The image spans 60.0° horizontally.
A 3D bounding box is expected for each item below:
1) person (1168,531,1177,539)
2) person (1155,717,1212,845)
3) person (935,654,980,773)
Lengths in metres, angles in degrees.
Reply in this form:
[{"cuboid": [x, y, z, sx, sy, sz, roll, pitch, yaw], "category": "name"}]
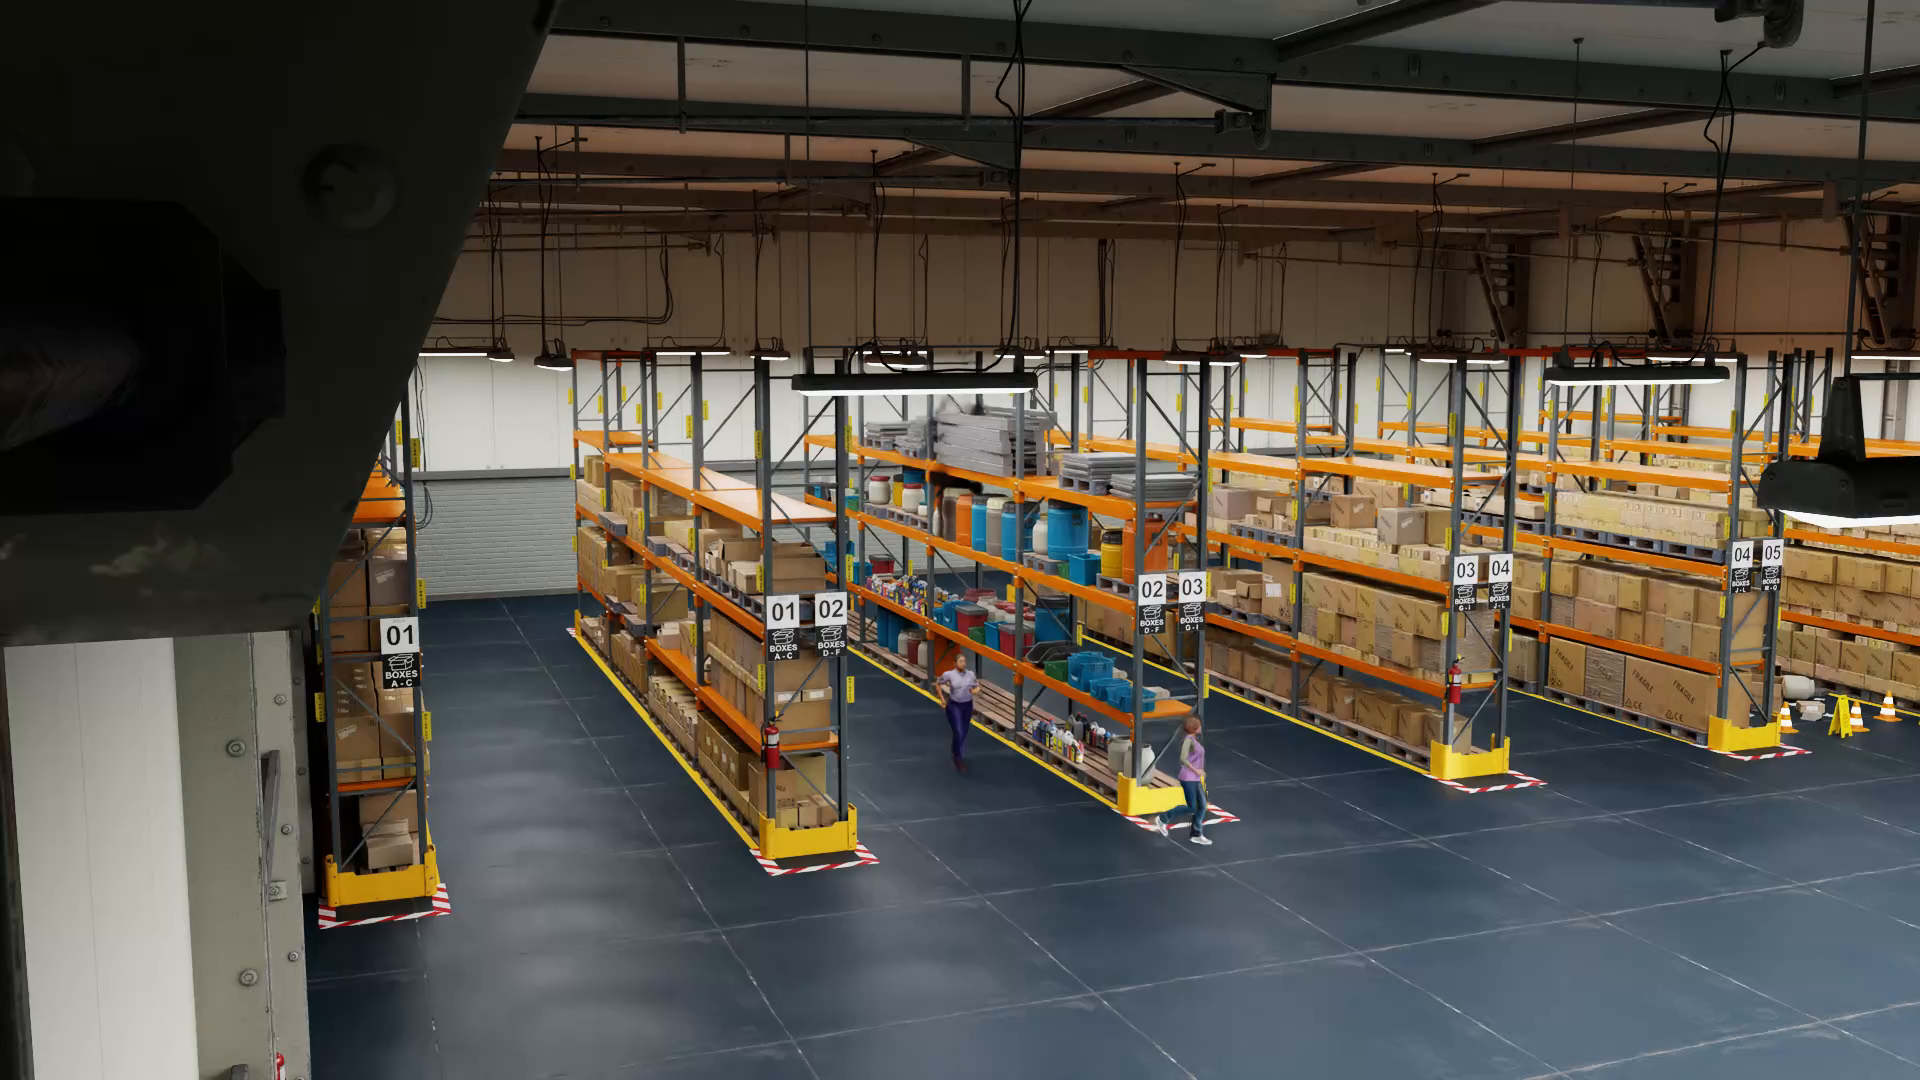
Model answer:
[{"cuboid": [4.934, 0.618, 39.219, 0.599, 1.691, 0.846, 0, 7, 0], "category": "person"}, {"cuboid": [2.828, 2.990, 20.792, 0.709, 1.580, 0.587, 2, 7, 16], "category": "person"}, {"cuboid": [-0.009, 2.502, 24.302, 0.582, 1.708, 0.757, -4, 8, -28], "category": "person"}]
